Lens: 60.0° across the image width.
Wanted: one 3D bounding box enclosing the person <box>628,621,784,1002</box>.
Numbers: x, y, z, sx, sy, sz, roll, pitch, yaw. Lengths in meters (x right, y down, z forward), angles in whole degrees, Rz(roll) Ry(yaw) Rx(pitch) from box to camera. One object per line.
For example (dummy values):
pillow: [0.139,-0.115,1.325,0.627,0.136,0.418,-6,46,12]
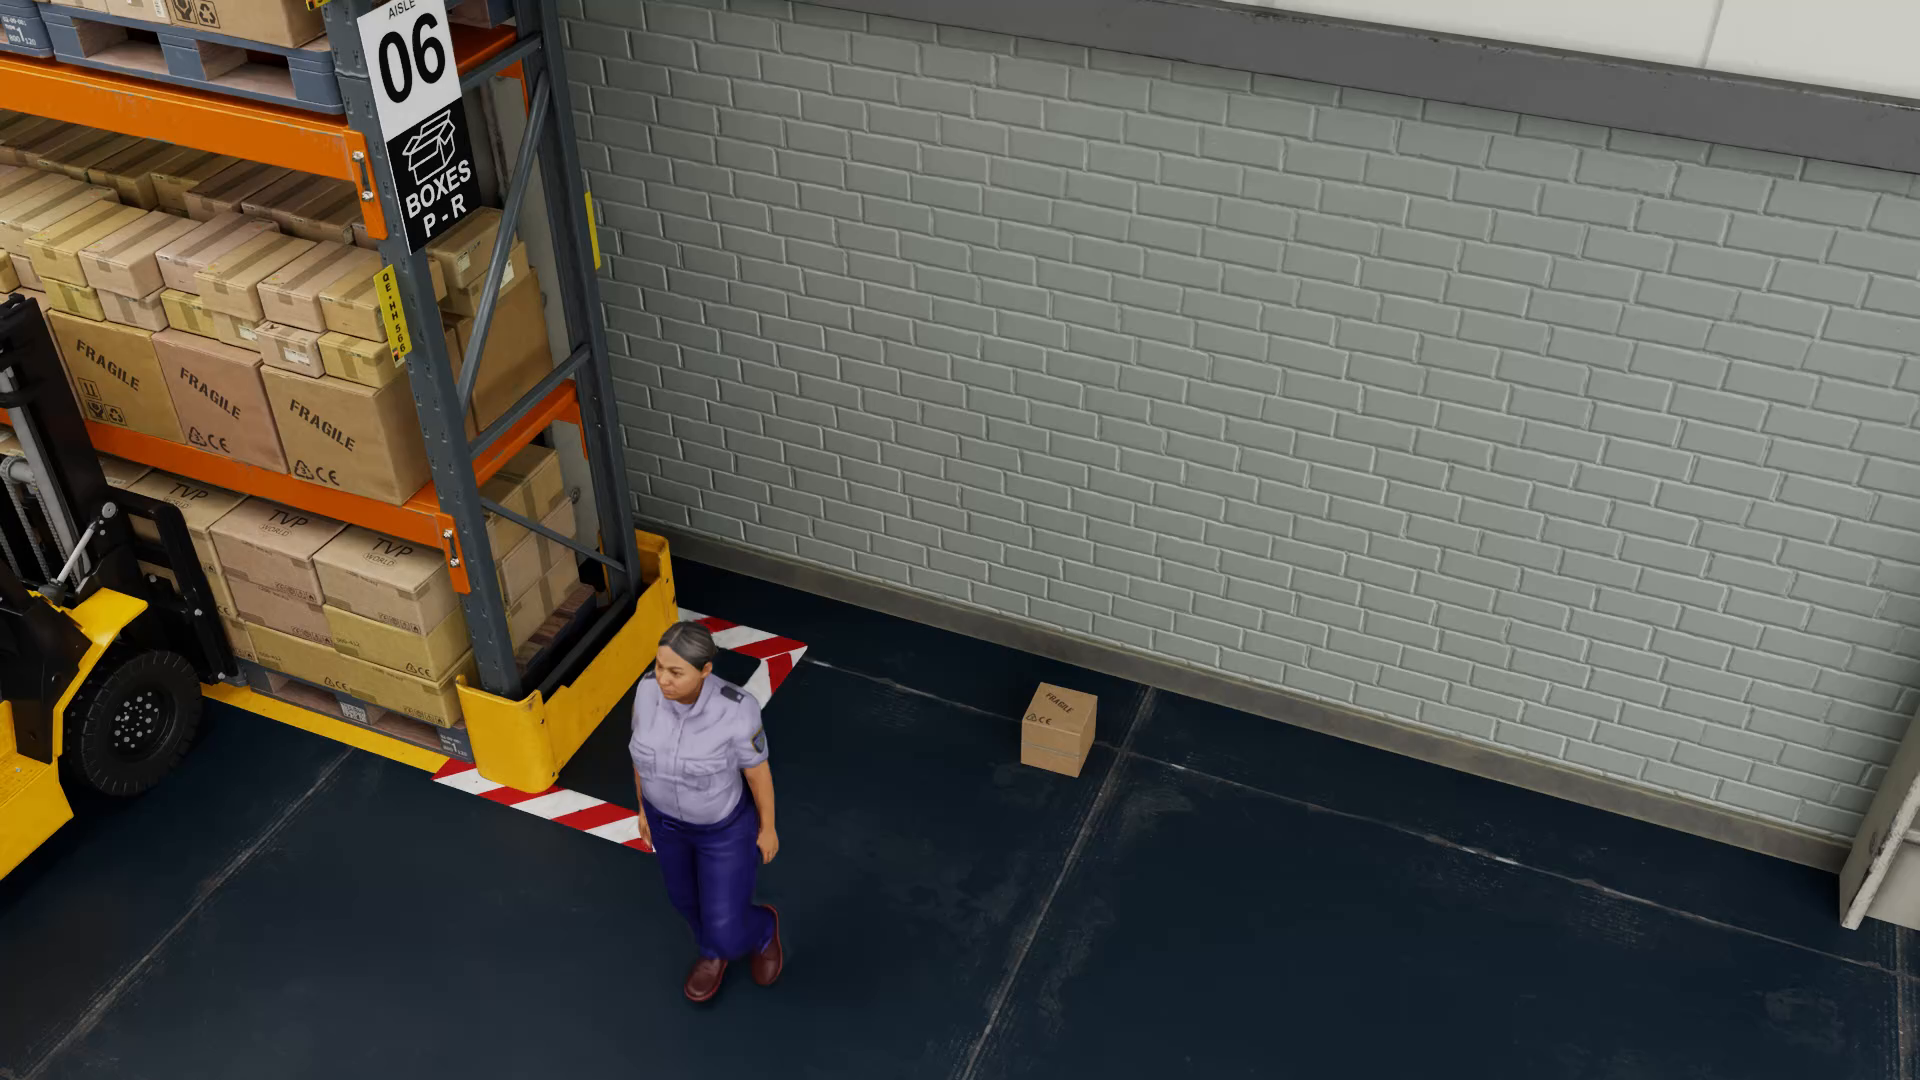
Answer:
person: [-0.876,0.963,5.547,0.504,1.653,0.431,15,40,19]
